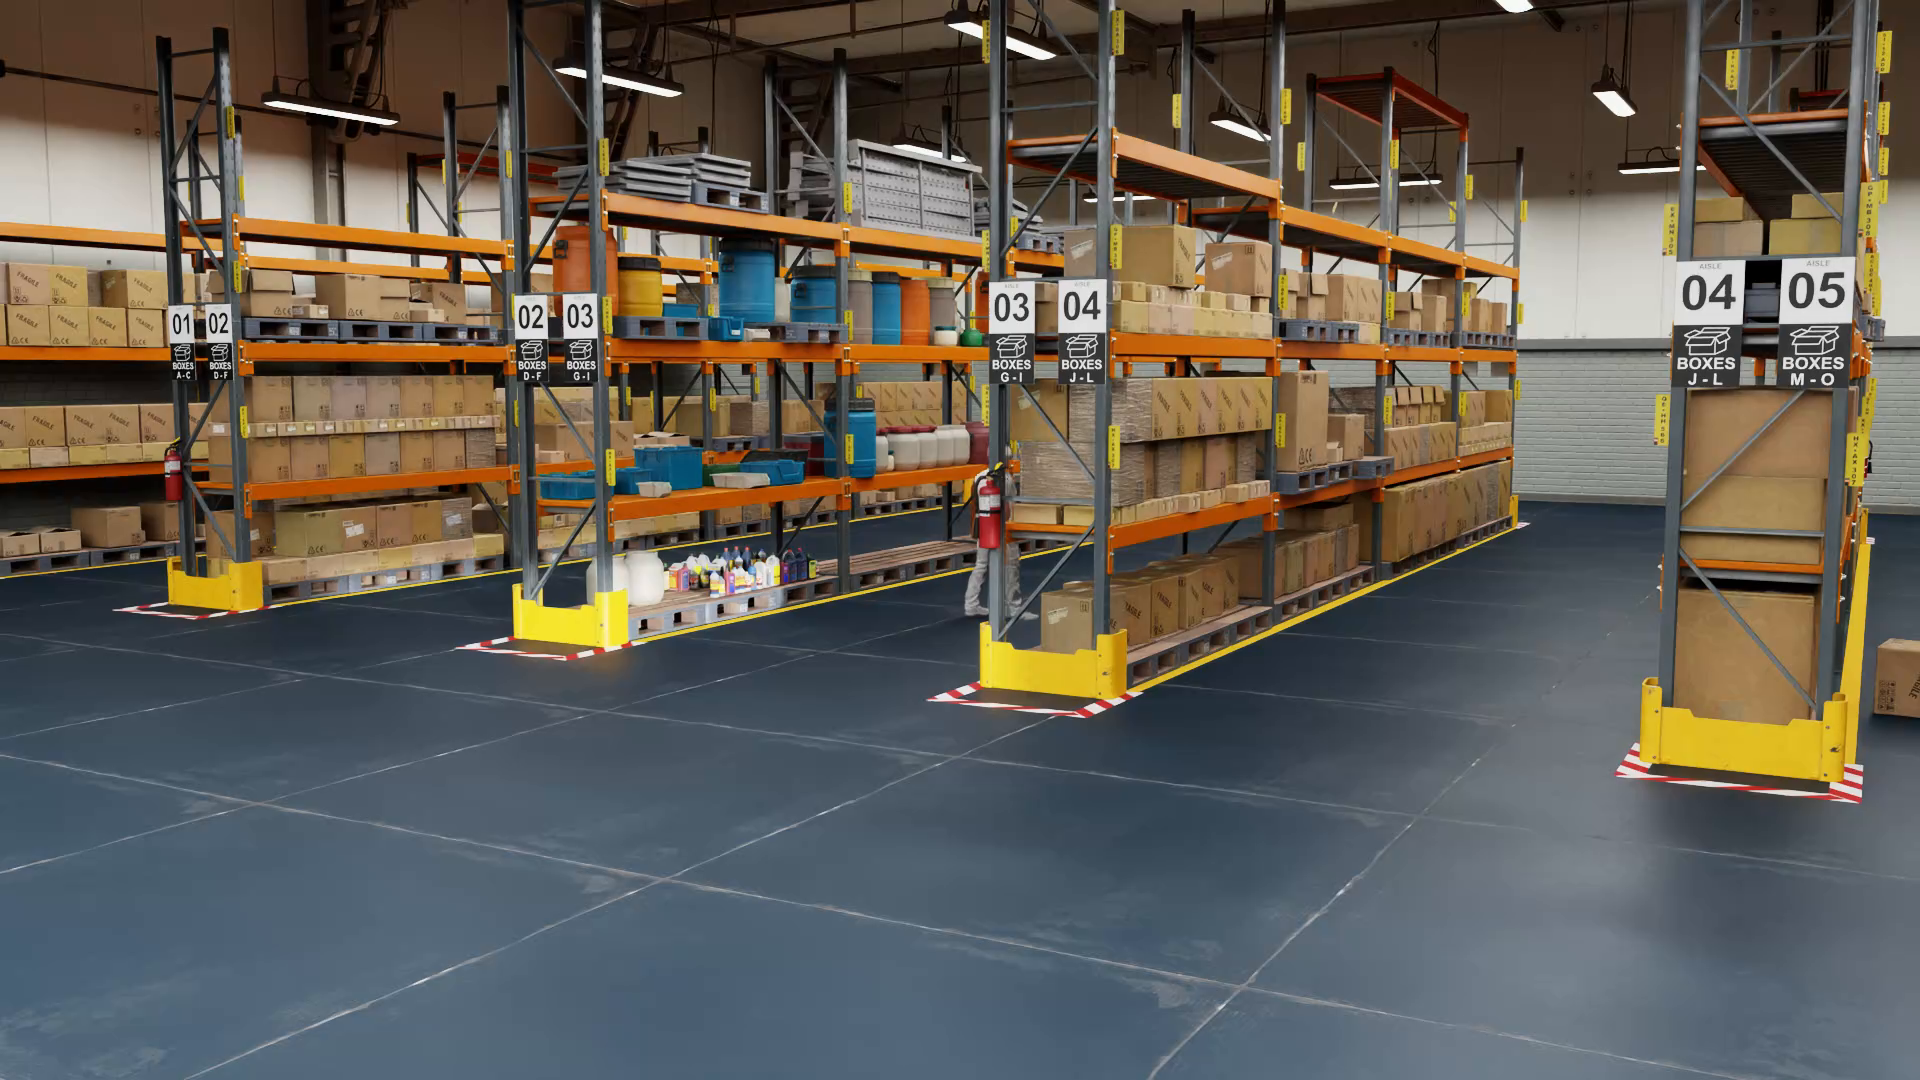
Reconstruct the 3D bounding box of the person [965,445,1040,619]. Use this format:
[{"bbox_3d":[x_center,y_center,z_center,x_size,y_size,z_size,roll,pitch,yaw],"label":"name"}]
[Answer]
[{"bbox_3d":[0.377,-0.089,16.921,0.669,1.797,0.638,-3,7,-31],"label":"person"}]
